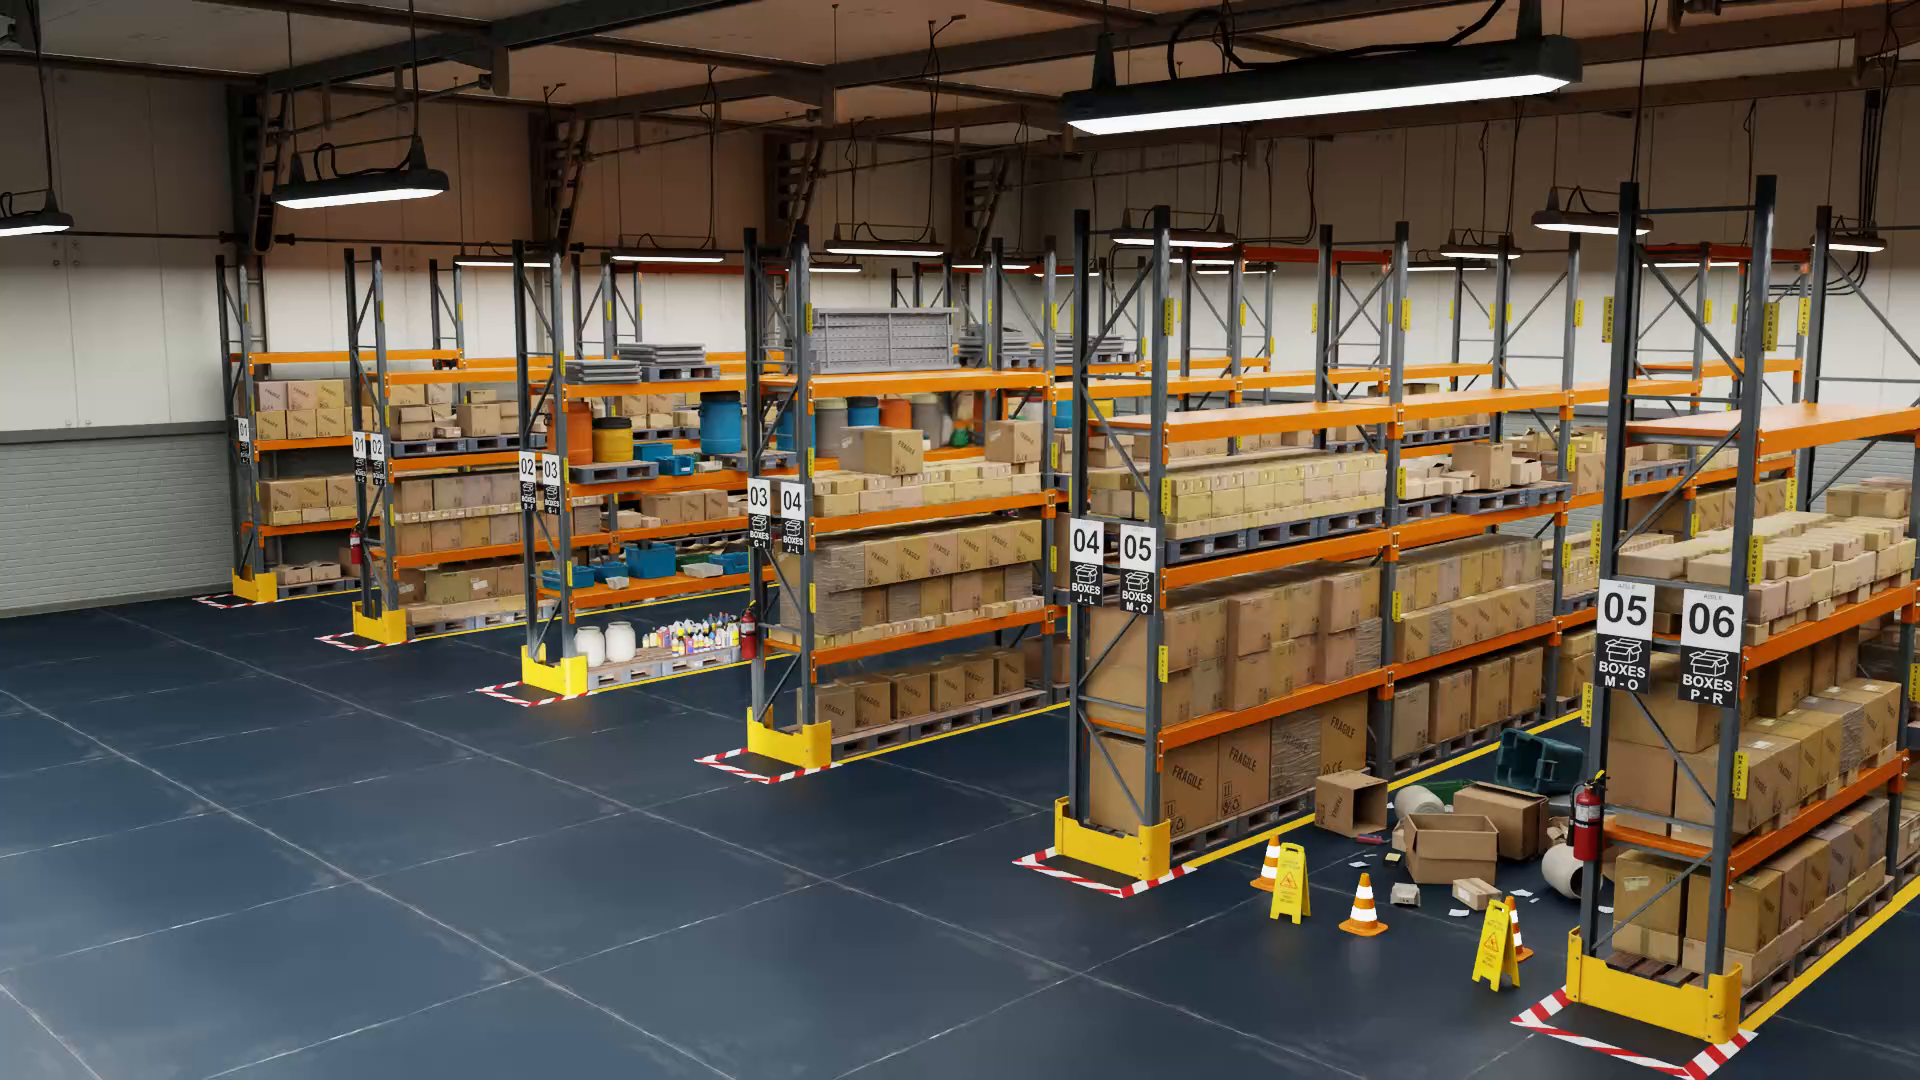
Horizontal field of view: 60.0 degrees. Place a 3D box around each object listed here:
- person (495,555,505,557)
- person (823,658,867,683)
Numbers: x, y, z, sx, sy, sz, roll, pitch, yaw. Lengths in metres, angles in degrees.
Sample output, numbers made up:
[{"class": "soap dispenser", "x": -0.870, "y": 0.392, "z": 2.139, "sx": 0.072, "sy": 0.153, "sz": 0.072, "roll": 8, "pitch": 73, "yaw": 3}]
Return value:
[{"class": "person", "x": -7.915, "y": 0.226, "z": 28.935, "sx": 0.700, "sy": 1.720, "sz": 0.592, "roll": 7, "pitch": 11, "yaw": 40}, {"class": "person", "x": -1.500, "y": 1.248, "z": 21.862, "sx": 0.743, "sy": 1.758, "sz": 0.555, "roll": -7, "pitch": 11, "yaw": -40}]
